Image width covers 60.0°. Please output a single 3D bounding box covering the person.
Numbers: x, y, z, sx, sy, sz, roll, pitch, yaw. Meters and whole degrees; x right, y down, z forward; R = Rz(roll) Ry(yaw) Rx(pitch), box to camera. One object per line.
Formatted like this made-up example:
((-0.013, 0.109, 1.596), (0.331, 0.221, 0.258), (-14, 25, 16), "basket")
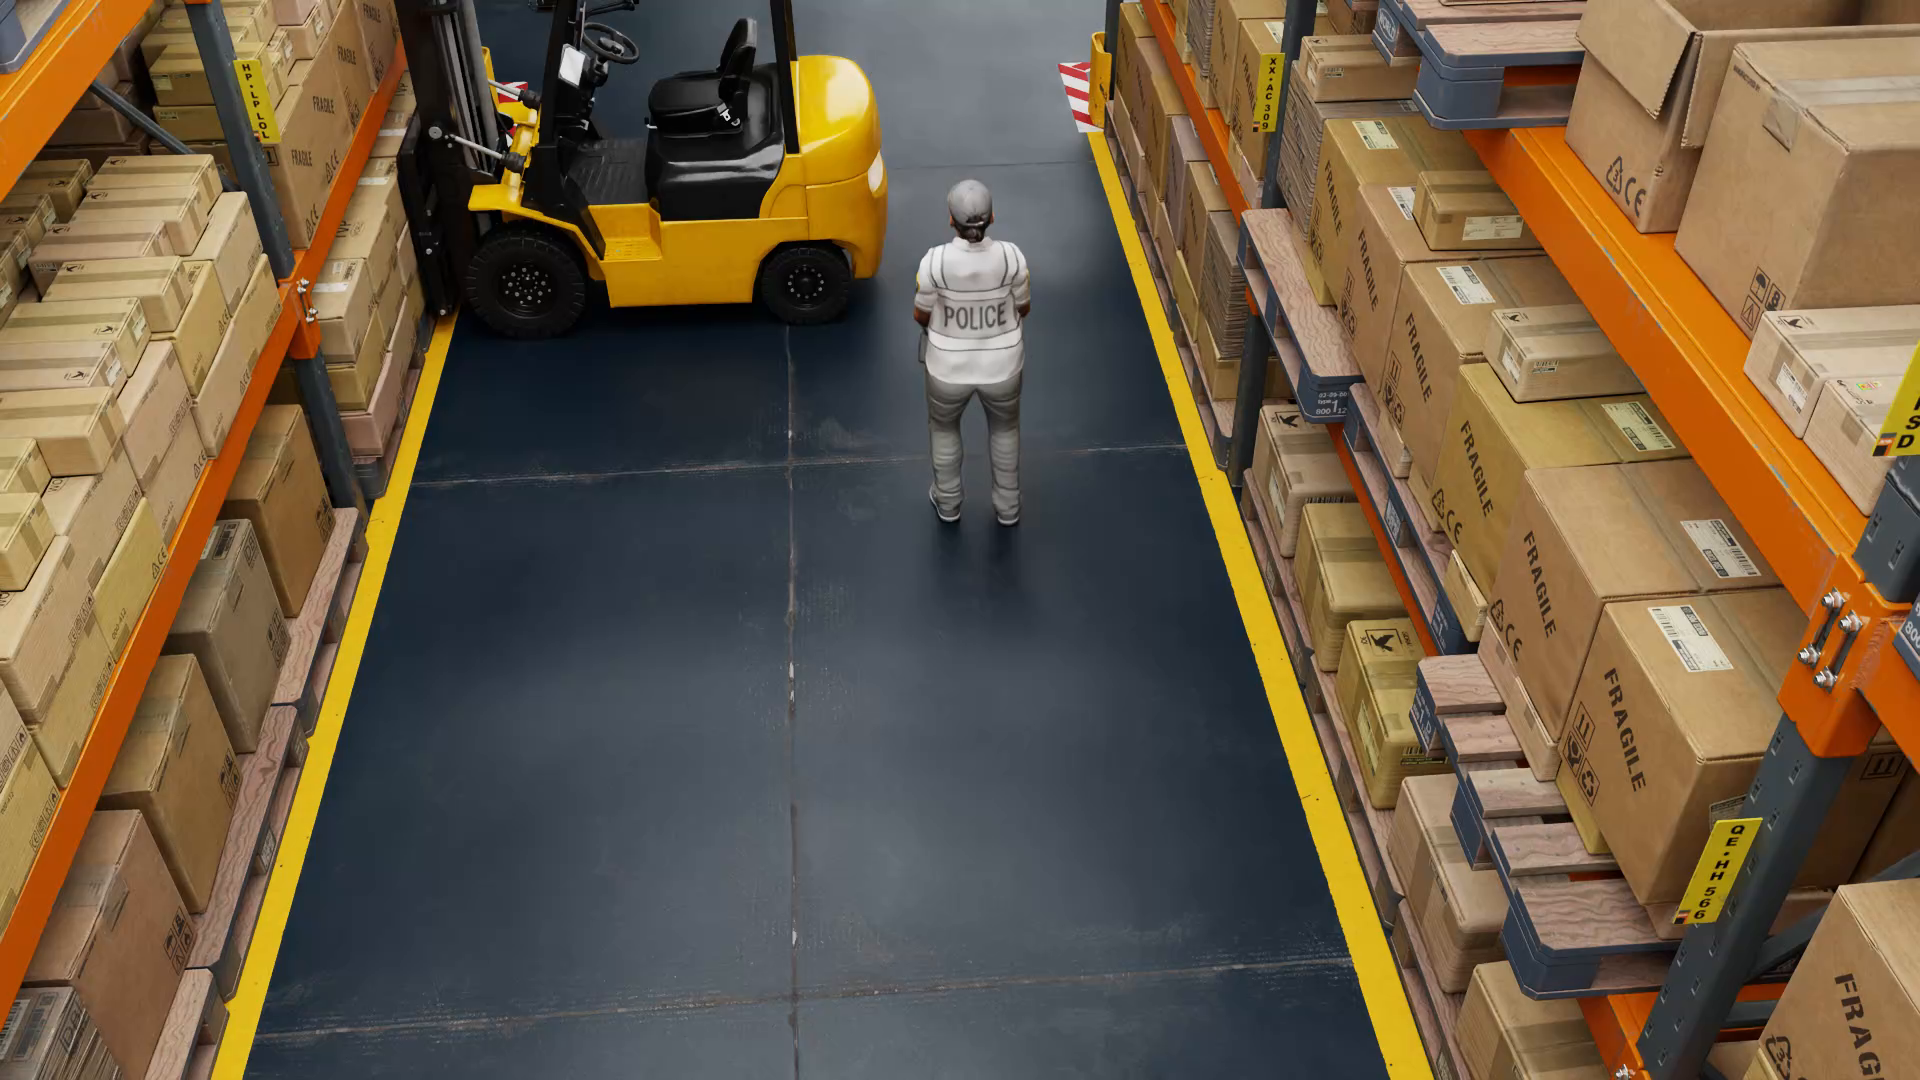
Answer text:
((0.047, -0.788, 7.108), (0.487, 1.670, 0.498), (-4, 39, -4), "person")
